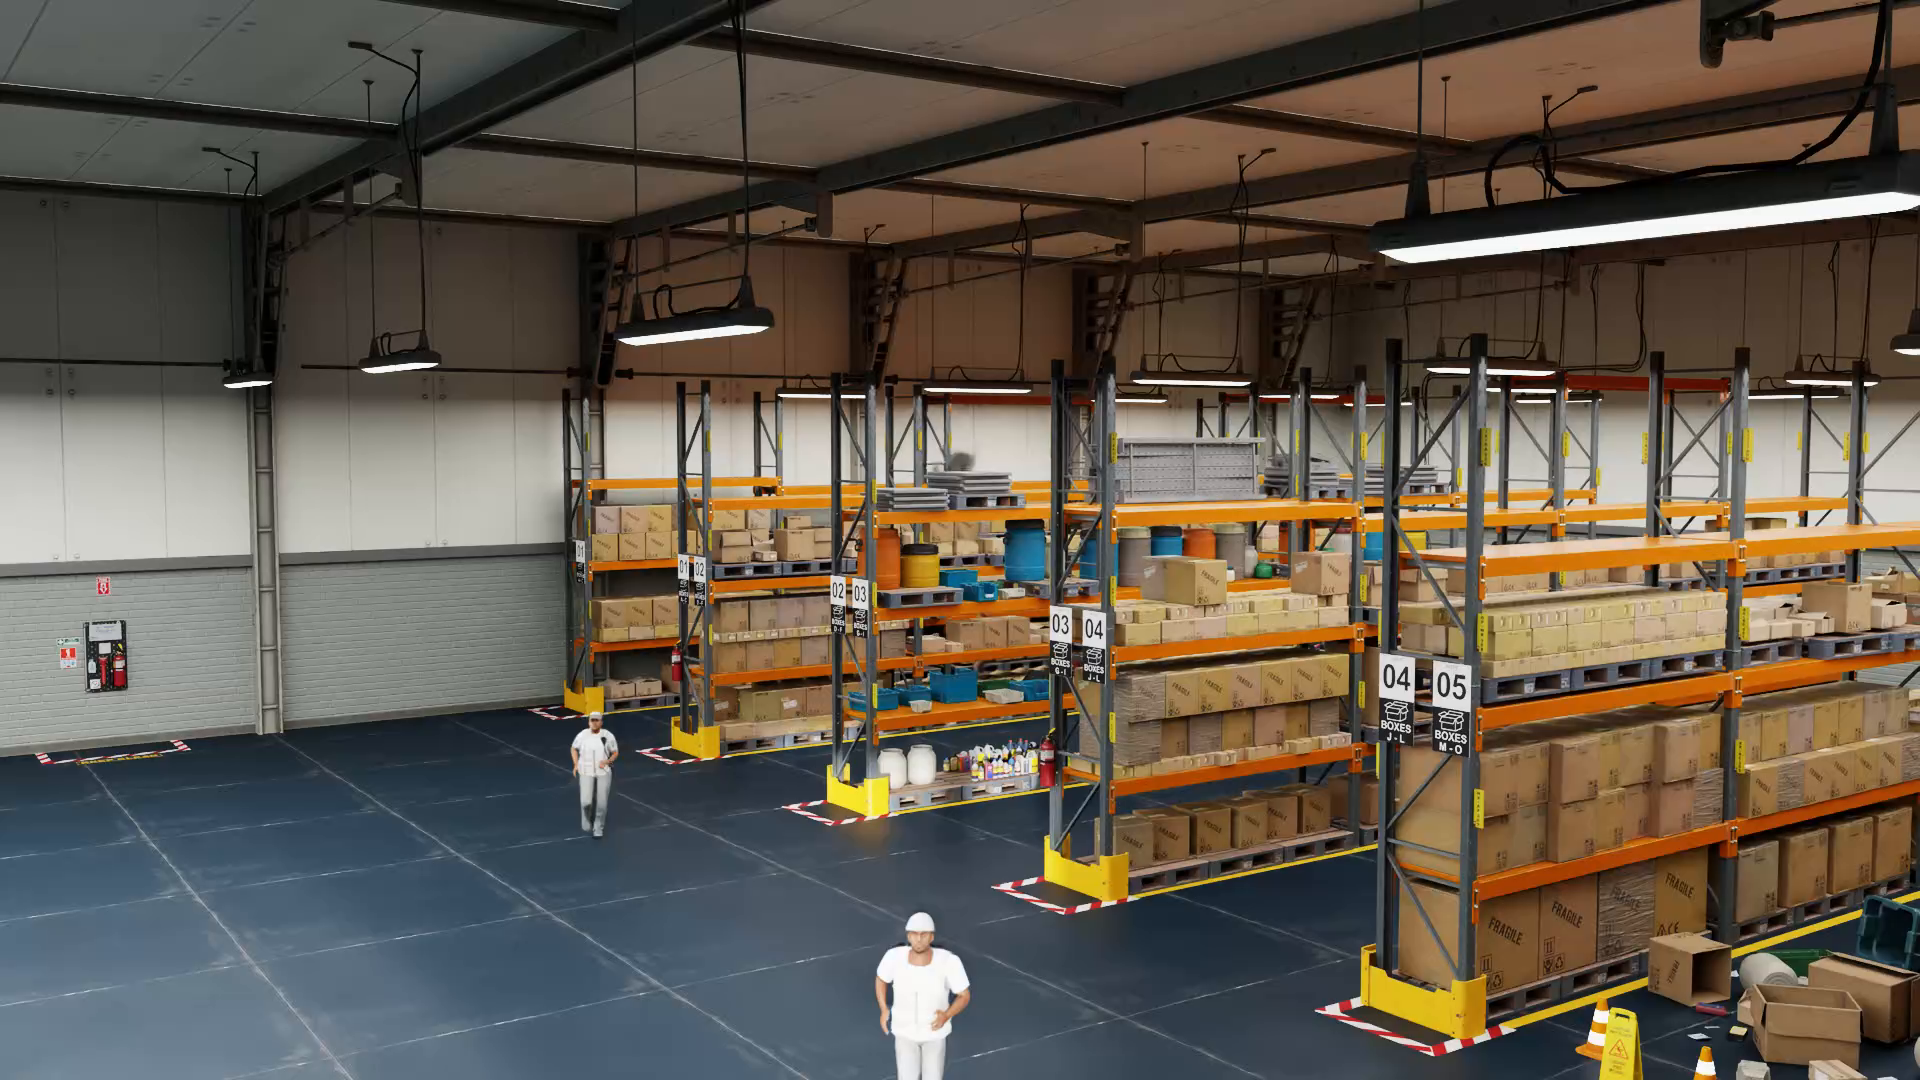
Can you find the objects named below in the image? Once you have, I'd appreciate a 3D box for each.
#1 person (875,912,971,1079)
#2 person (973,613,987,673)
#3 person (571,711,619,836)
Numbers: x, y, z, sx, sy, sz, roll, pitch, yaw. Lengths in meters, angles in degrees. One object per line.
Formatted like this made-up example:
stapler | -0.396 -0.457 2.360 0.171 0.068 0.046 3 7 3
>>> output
person | -0.277 3.521 11.872 0.706 1.767 0.826 0 4 6
person | 0.374 2.232 32.306 0.951 1.673 0.574 -4 5 -44
person | -4.649 2.990 21.175 0.604 1.619 0.559 -1 4 -12
